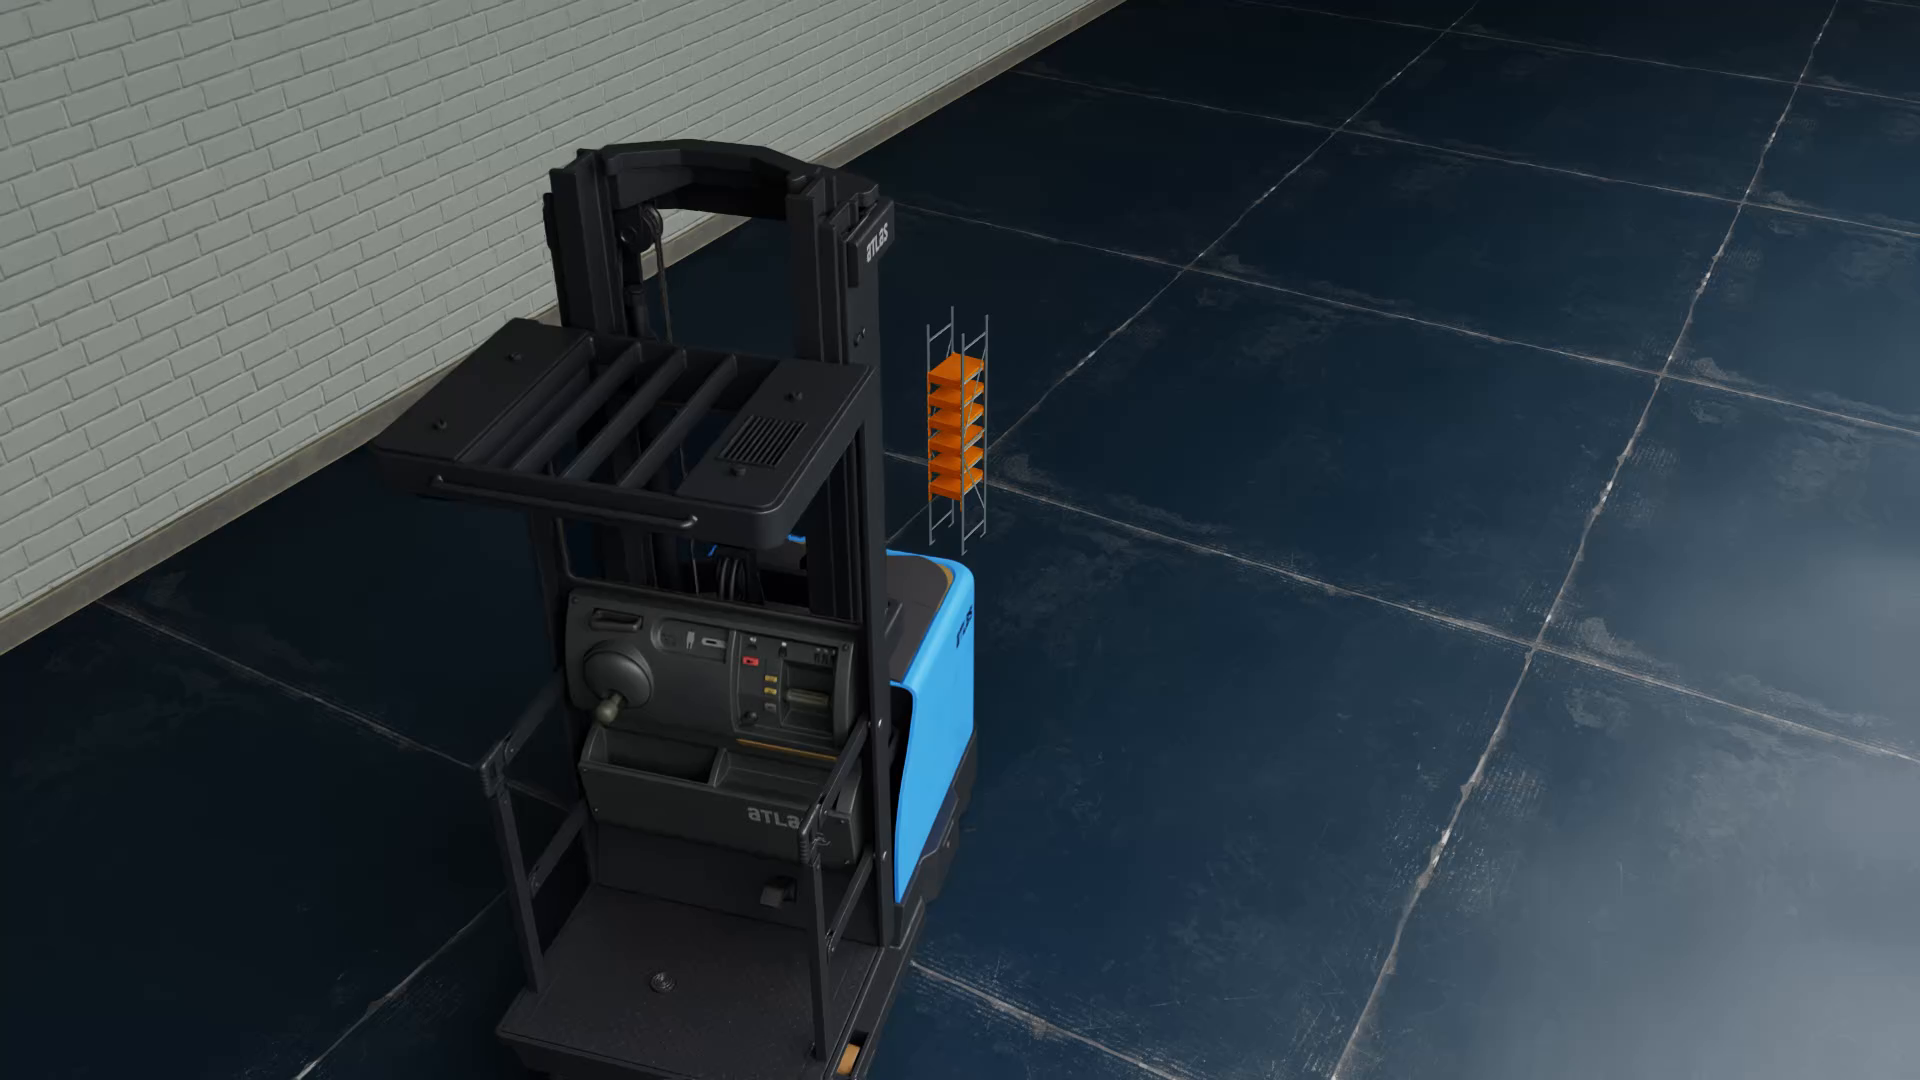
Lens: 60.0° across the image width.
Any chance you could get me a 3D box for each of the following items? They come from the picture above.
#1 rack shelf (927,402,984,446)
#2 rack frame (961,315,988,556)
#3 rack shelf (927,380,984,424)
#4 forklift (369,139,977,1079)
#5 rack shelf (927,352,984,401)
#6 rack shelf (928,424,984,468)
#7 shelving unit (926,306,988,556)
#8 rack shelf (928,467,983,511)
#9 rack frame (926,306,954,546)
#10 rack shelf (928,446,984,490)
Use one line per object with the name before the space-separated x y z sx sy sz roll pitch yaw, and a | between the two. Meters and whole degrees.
rack shelf | -0.013 -0.566 7.882 0.180 0.103 0.258 18 37 24
rack frame | 0.067 -0.478 7.886 0.006 1.200 0.240 18 37 24
rack shelf | -0.013 -0.666 7.815 0.180 0.103 0.258 18 37 24
forklift | -0.827 0.468 4.903 1.130 2.935 3.031 9 35 13
rack shelf | -0.013 -0.766 7.749 0.180 0.103 0.258 18 37 24
rack shelf | -0.013 -0.466 7.948 0.180 0.103 0.258 18 37 24
shelving unit | -0.013 -0.503 7.923 0.189 1.200 0.258 18 37 24
rack shelf | -0.013 -0.267 8.081 0.180 0.103 0.258 18 37 24
rack frame | -0.092 -0.529 7.961 0.006 1.200 0.240 18 37 24
rack shelf | -0.013 -0.367 8.015 0.180 0.103 0.258 18 37 24
